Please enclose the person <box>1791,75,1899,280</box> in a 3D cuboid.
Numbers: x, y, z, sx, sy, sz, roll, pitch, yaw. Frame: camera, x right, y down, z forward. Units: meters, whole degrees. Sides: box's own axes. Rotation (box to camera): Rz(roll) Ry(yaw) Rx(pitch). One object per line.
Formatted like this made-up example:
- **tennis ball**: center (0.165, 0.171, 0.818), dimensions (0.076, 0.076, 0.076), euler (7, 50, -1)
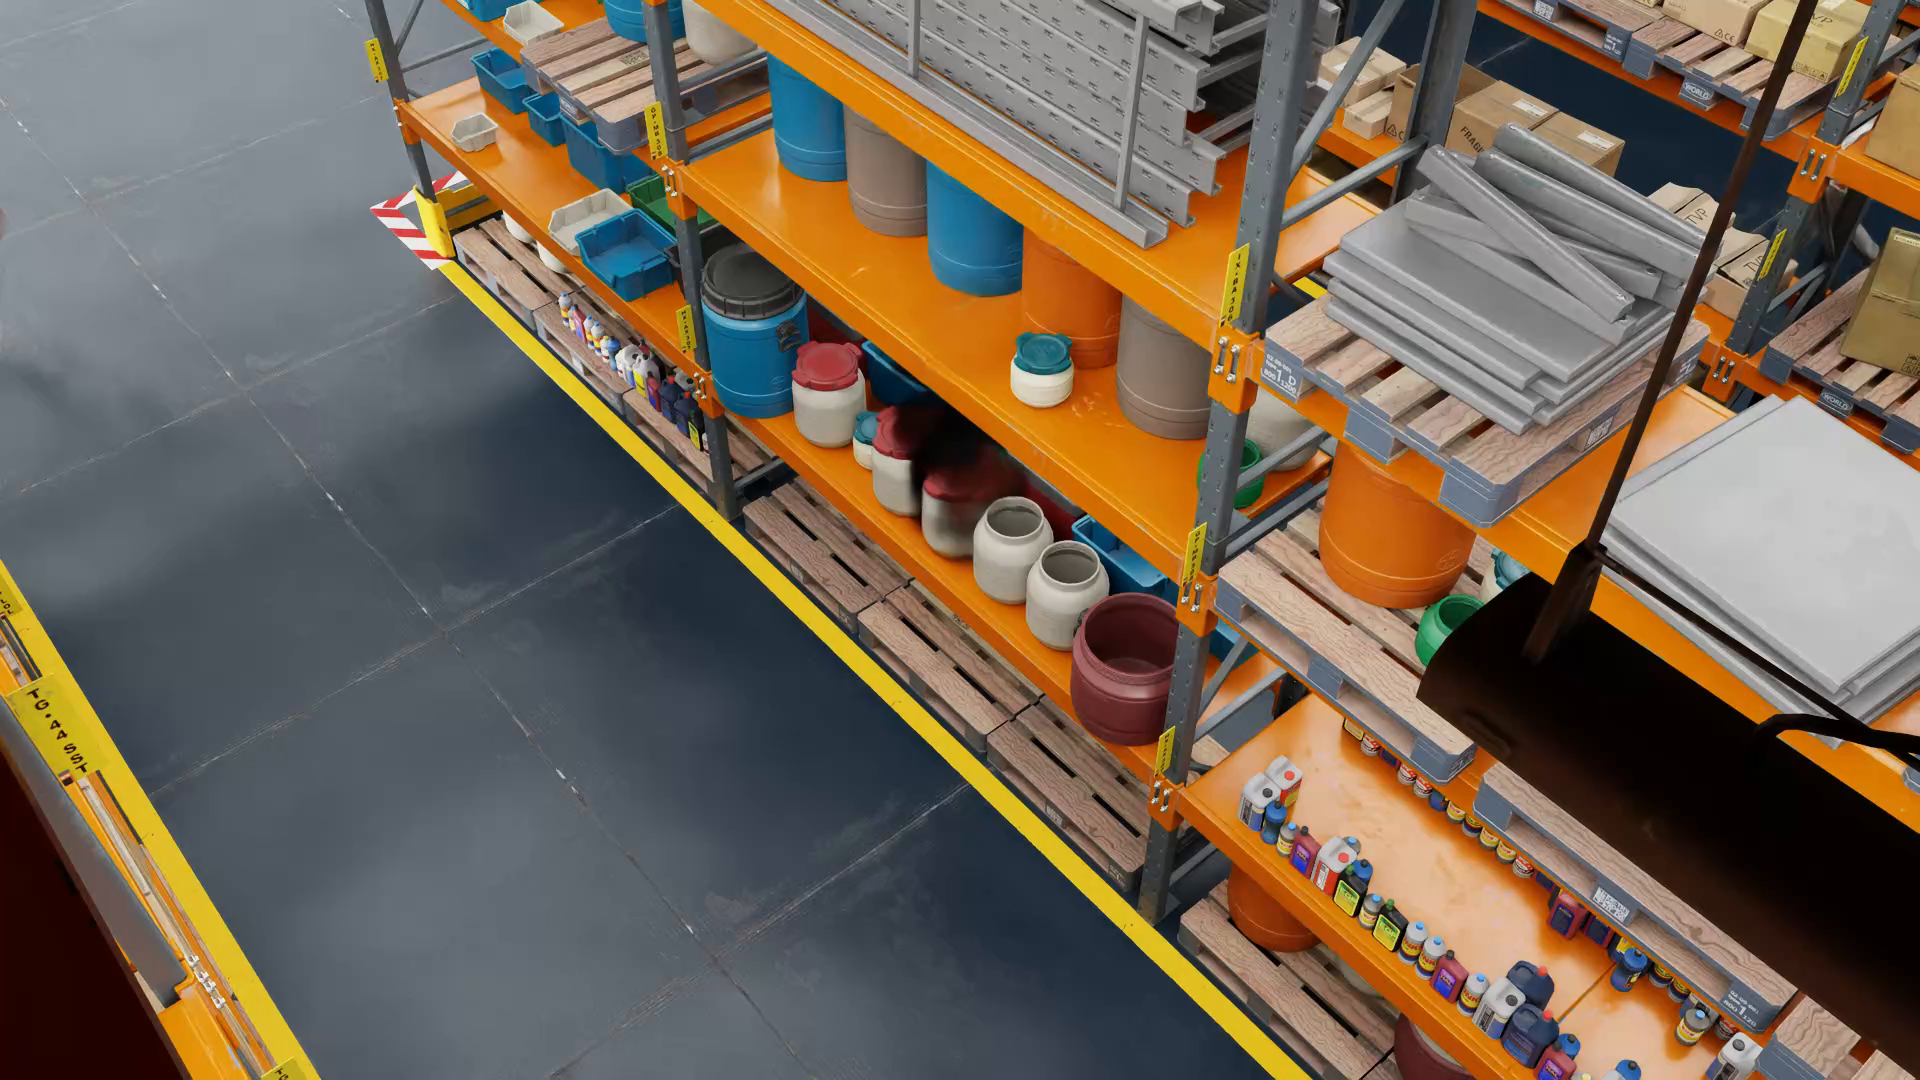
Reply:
- **person**: center (6.564, -2.647, 12.228), dimensions (0.990, 1.744, 0.663), euler (29, 53, 24)
